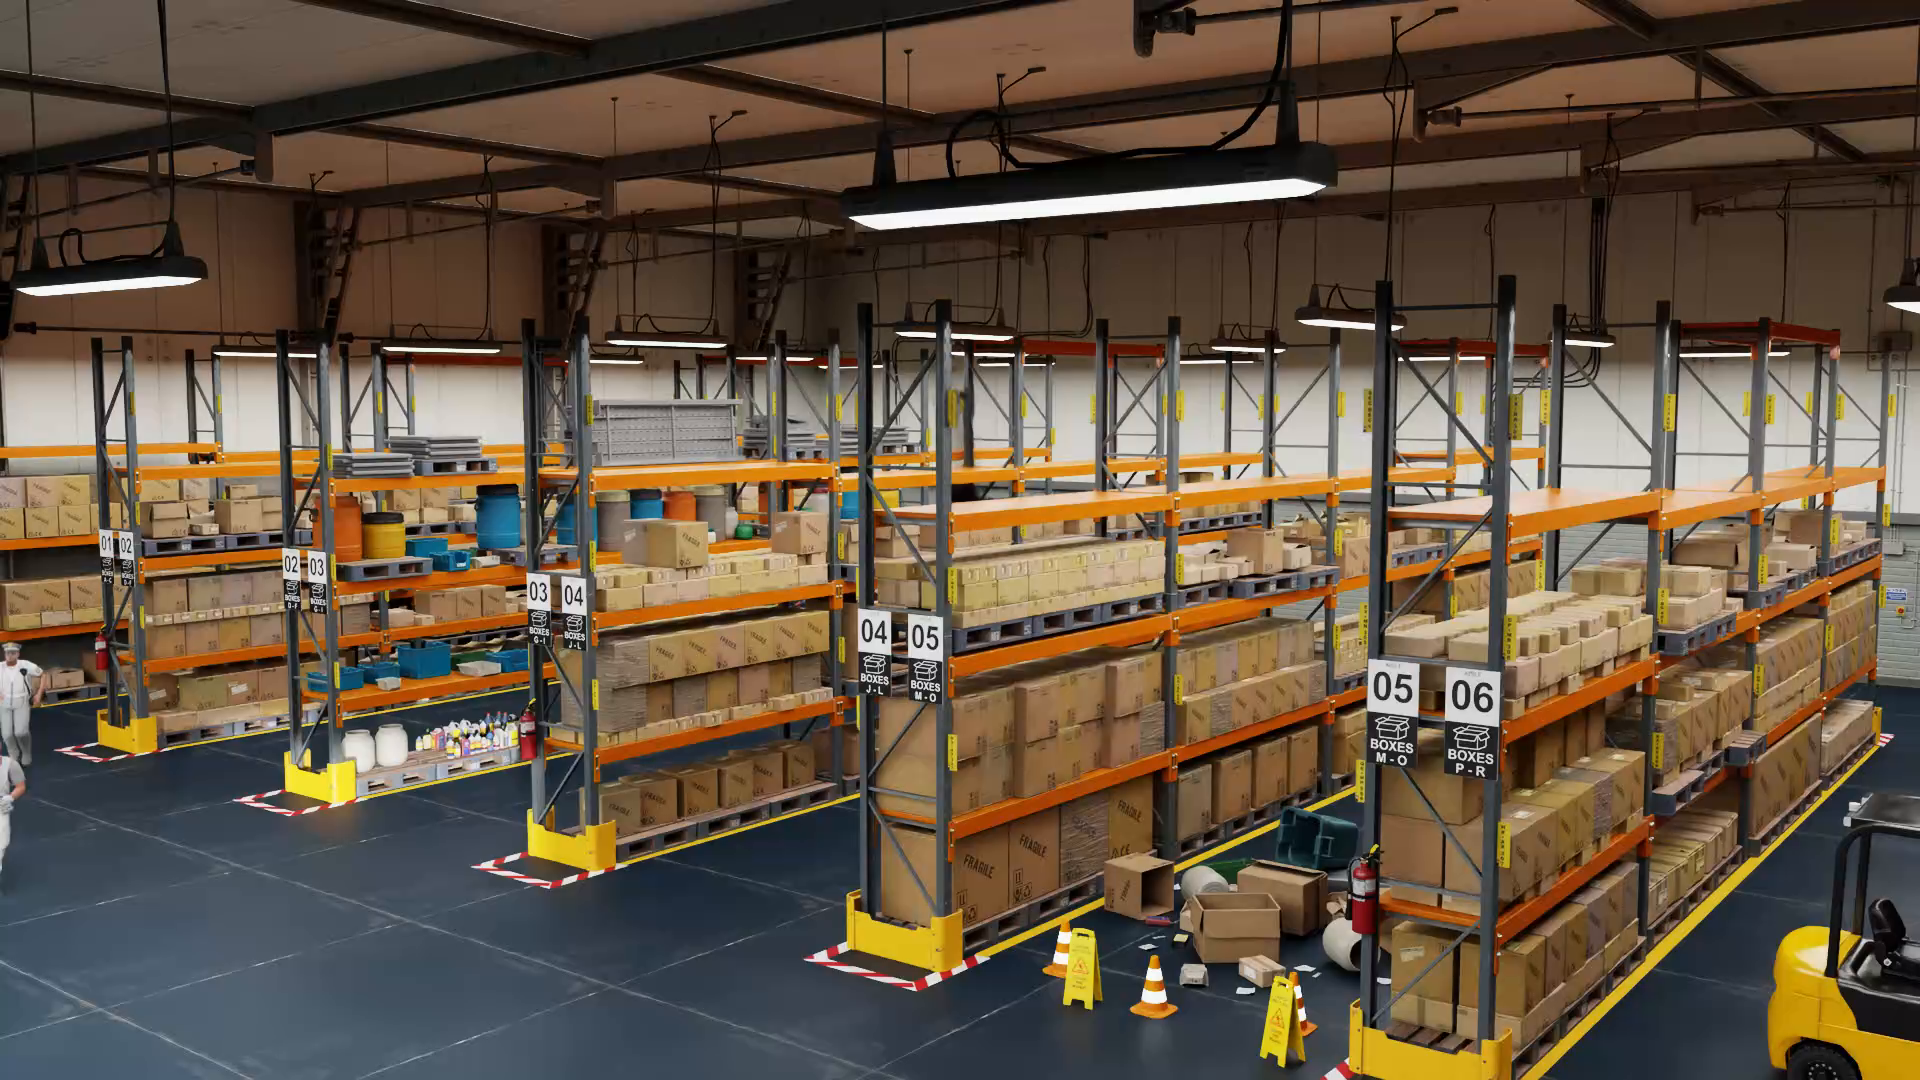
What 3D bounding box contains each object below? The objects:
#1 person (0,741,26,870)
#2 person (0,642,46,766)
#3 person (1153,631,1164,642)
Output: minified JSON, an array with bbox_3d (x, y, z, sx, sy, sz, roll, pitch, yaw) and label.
[{"bbox_3d":[-9.985,2.828,17.078,0.708,1.728,0.678,-3,6,-28],"label":"person"},{"bbox_3d":[-13.101,2.294,23.077,0.696,1.776,0.669,-2,5,-19],"label":"person"},{"bbox_3d":[2.997,2.006,23.755,0.638,1.791,0.790,3,6,28],"label":"person"}]
